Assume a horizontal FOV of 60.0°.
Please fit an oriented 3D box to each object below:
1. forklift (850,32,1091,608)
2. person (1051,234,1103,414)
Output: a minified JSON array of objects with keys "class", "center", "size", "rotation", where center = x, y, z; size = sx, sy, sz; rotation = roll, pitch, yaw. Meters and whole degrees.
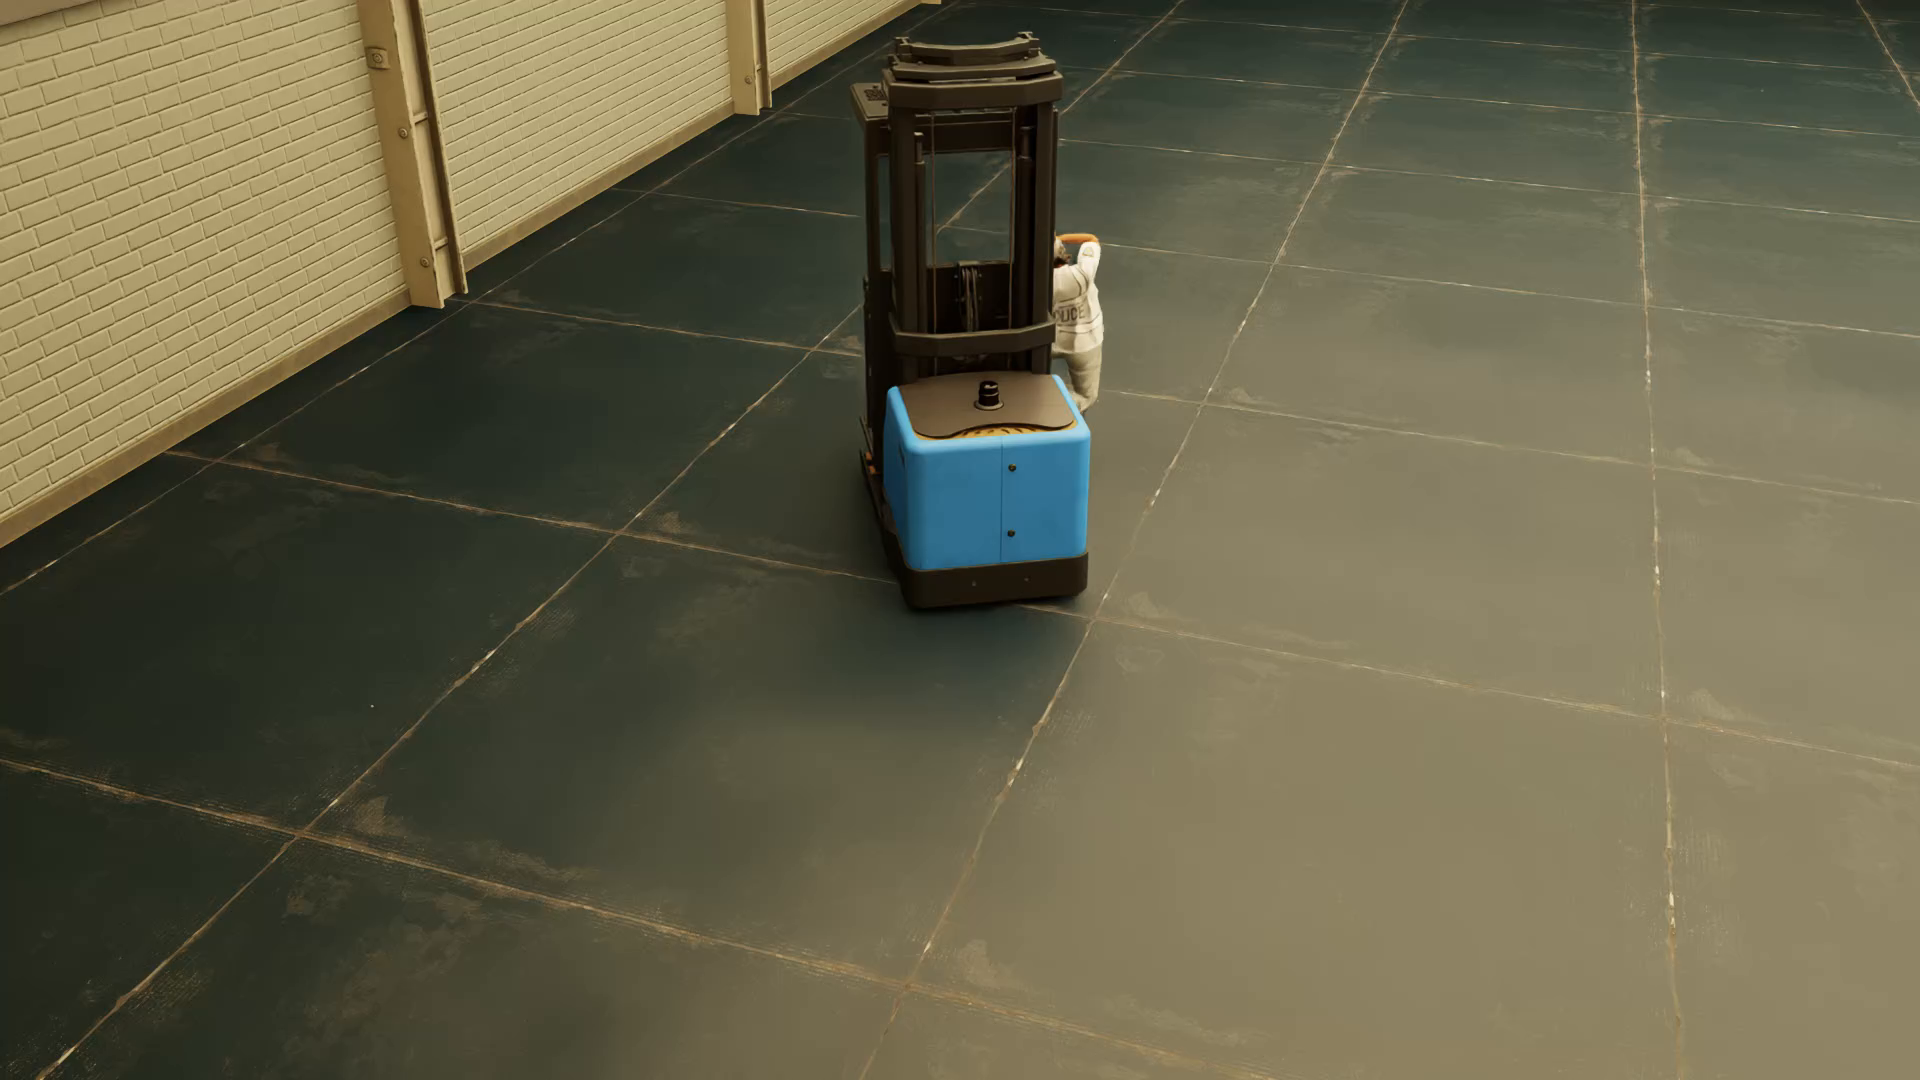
[{"class":"forklift","center":[-0.038,-1.606,9.954],"size":[1.130,2.935,3.031],"rotation":[-5,30,-9]},{"class":"person","center":[0.557,-1.477,11.306],"size":[0.923,1.372,0.922],"rotation":[18,34,28]}]
